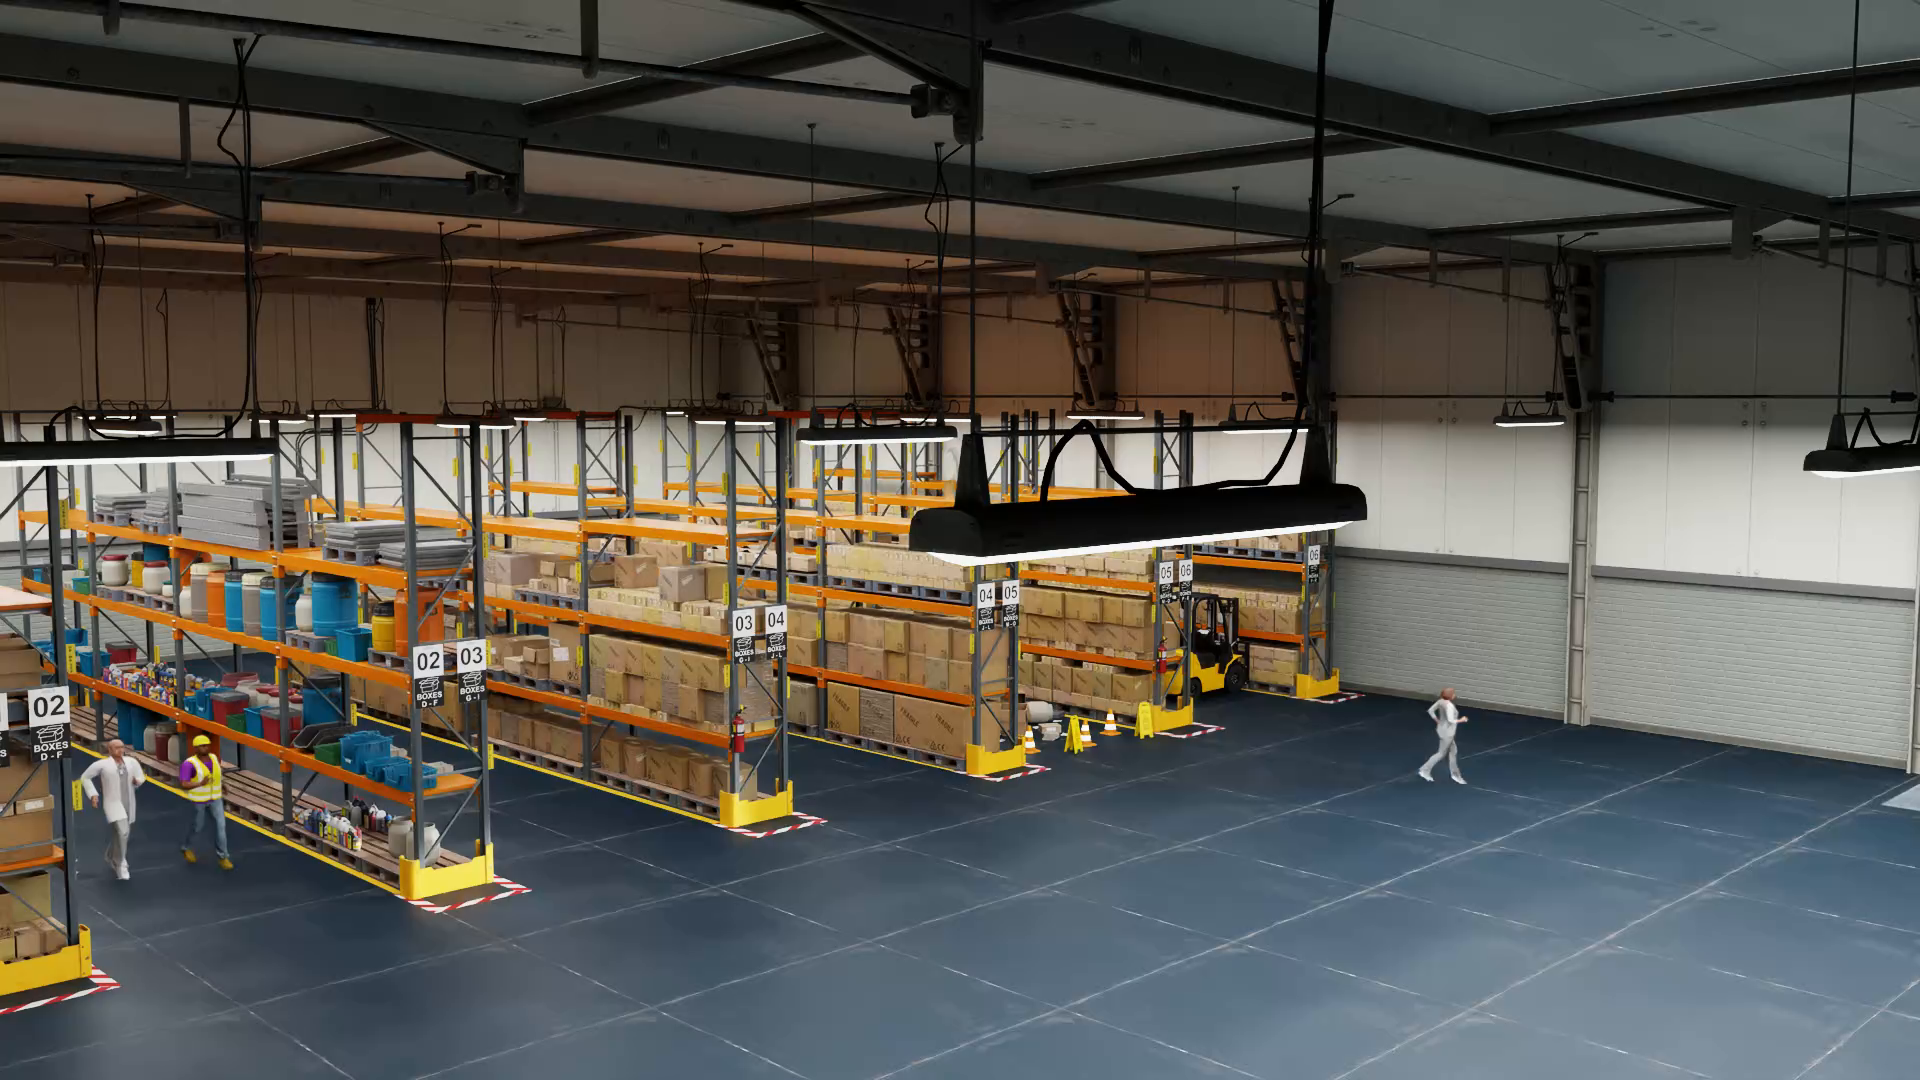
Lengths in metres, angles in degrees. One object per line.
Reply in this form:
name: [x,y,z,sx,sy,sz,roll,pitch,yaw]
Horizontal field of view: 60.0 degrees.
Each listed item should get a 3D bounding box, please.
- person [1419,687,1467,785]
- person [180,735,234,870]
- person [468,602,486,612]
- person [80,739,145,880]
person: [7.856,3.183,26.985,0.810,1.632,0.529,0,5,1]
person: [-10.108,3.490,22.261,0.939,1.779,0.690,4,6,36]
person: [-11.747,2.044,39.869,0.619,1.625,0.907,4,6,37]
person: [-11.109,3.543,21.950,0.834,1.848,0.672,3,6,29]
